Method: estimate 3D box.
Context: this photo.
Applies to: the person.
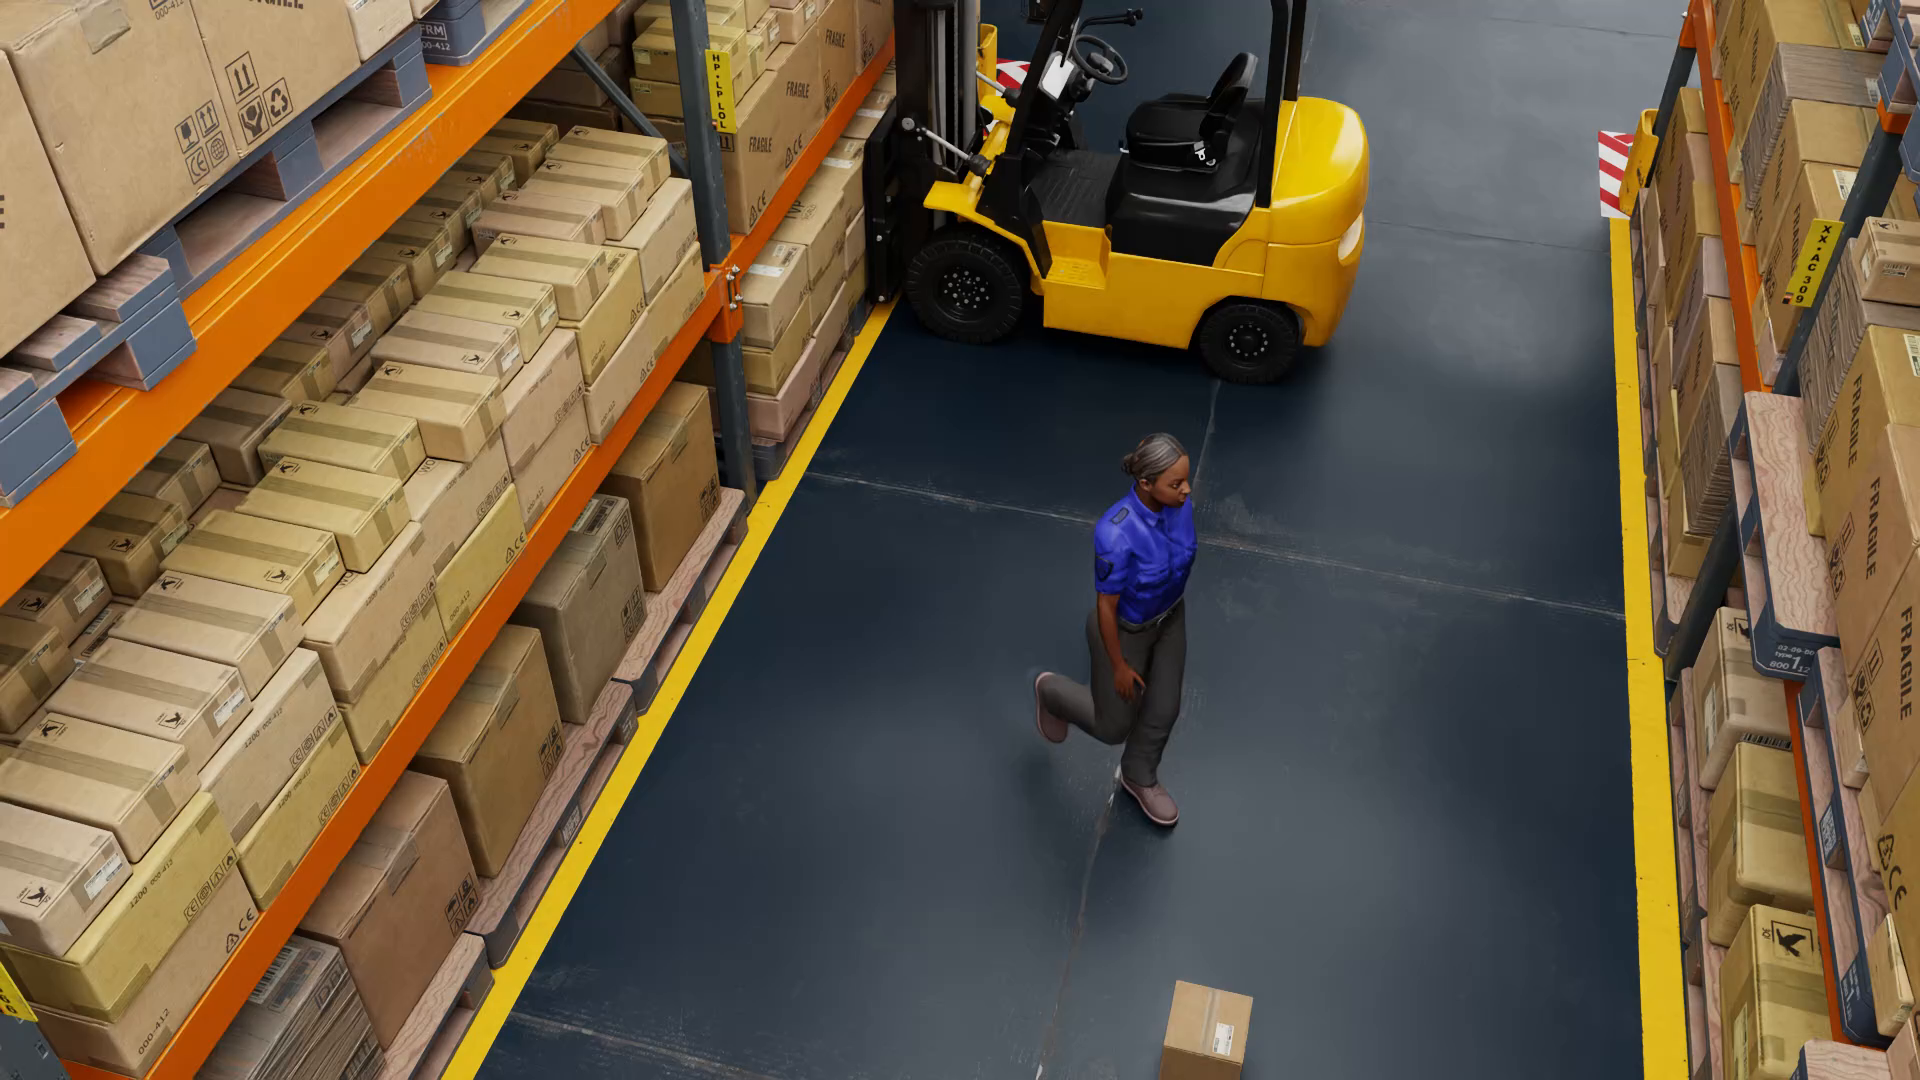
[{"bbox_3d":[0.577,0.273,5.824,0.458,1.642,0.682,-32,50,-31],"label":"person"}]
